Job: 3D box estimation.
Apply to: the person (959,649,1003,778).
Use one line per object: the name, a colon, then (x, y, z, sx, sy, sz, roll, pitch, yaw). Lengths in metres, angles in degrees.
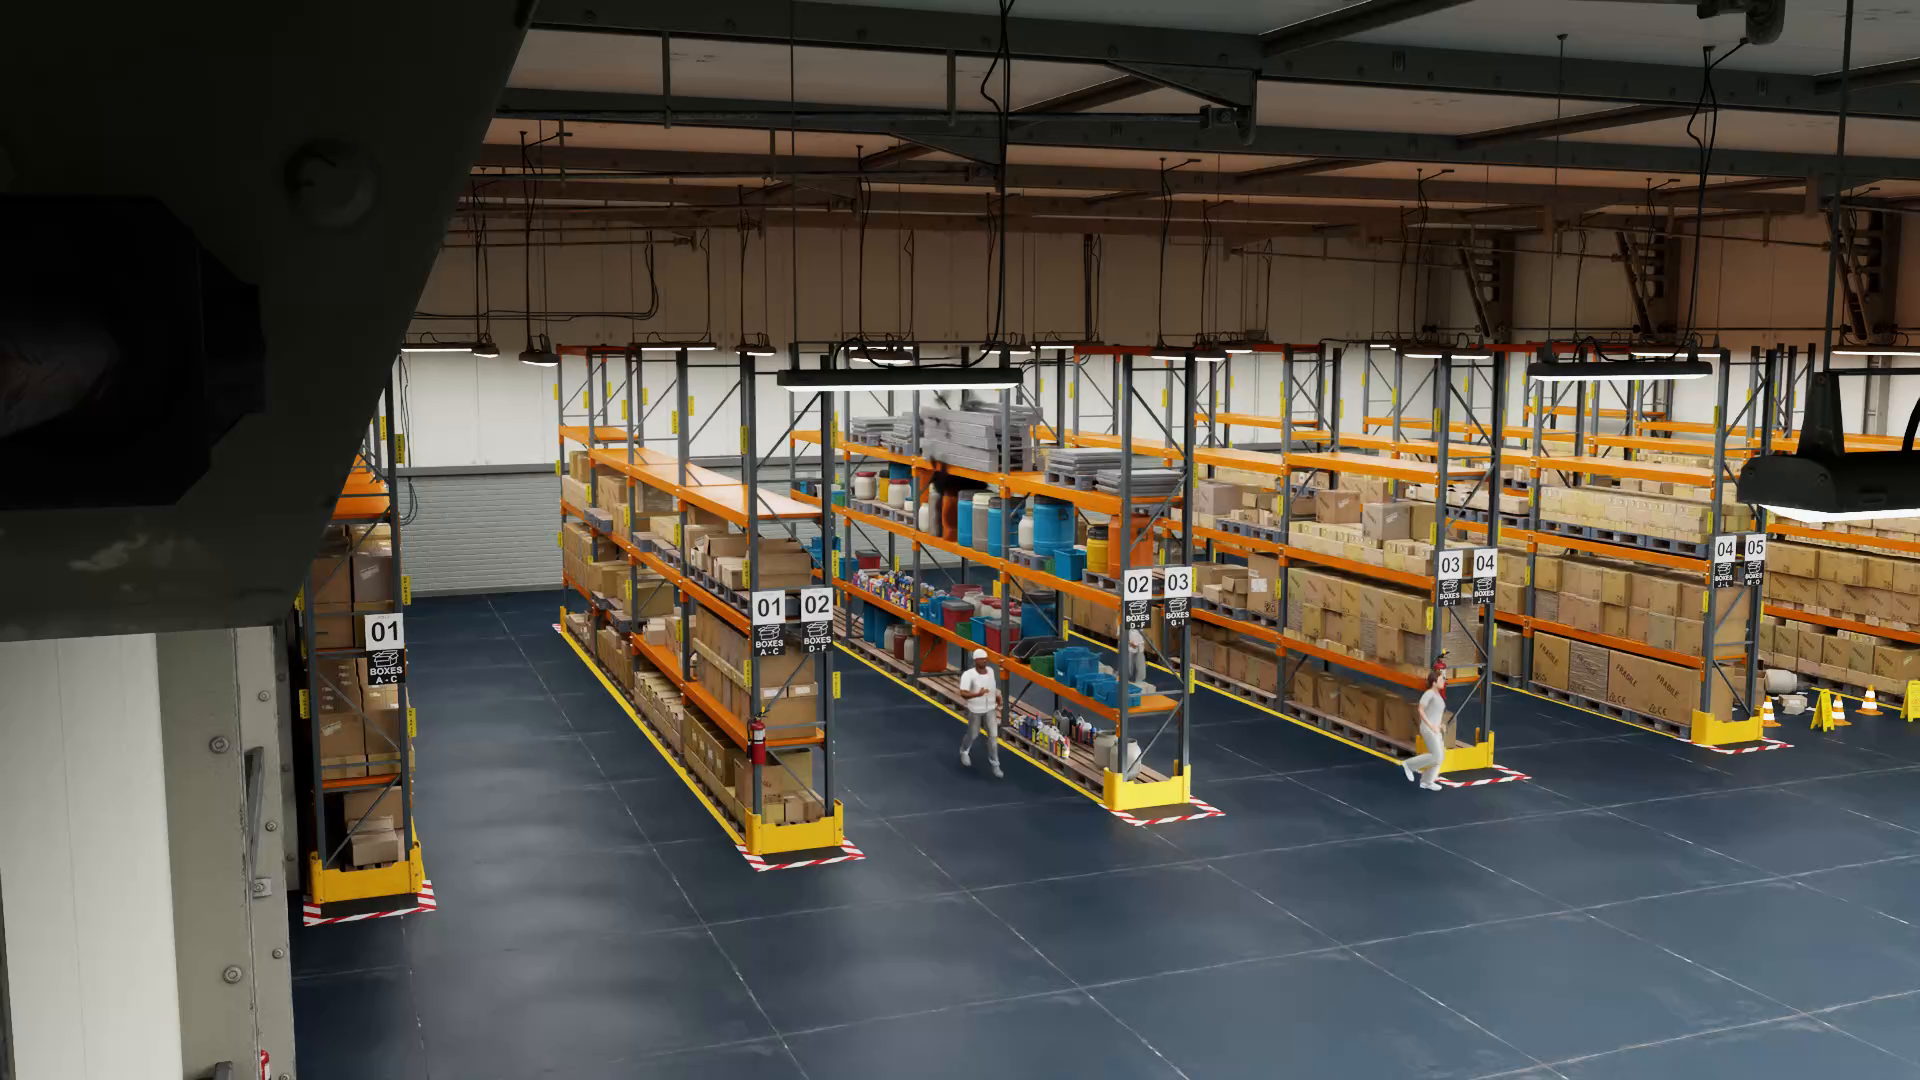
person: (0.301, 2.425, 23.686, 0.693, 1.770, 0.957, -4, 8, -28)

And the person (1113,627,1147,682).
person: (2.921, 1.923, 28.479, 0.607, 1.657, 0.841, -5, 9, -34)

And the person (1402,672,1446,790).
person: (6.450, 2.618, 23.014, 0.555, 1.630, 0.600, 4, 8, 31)
